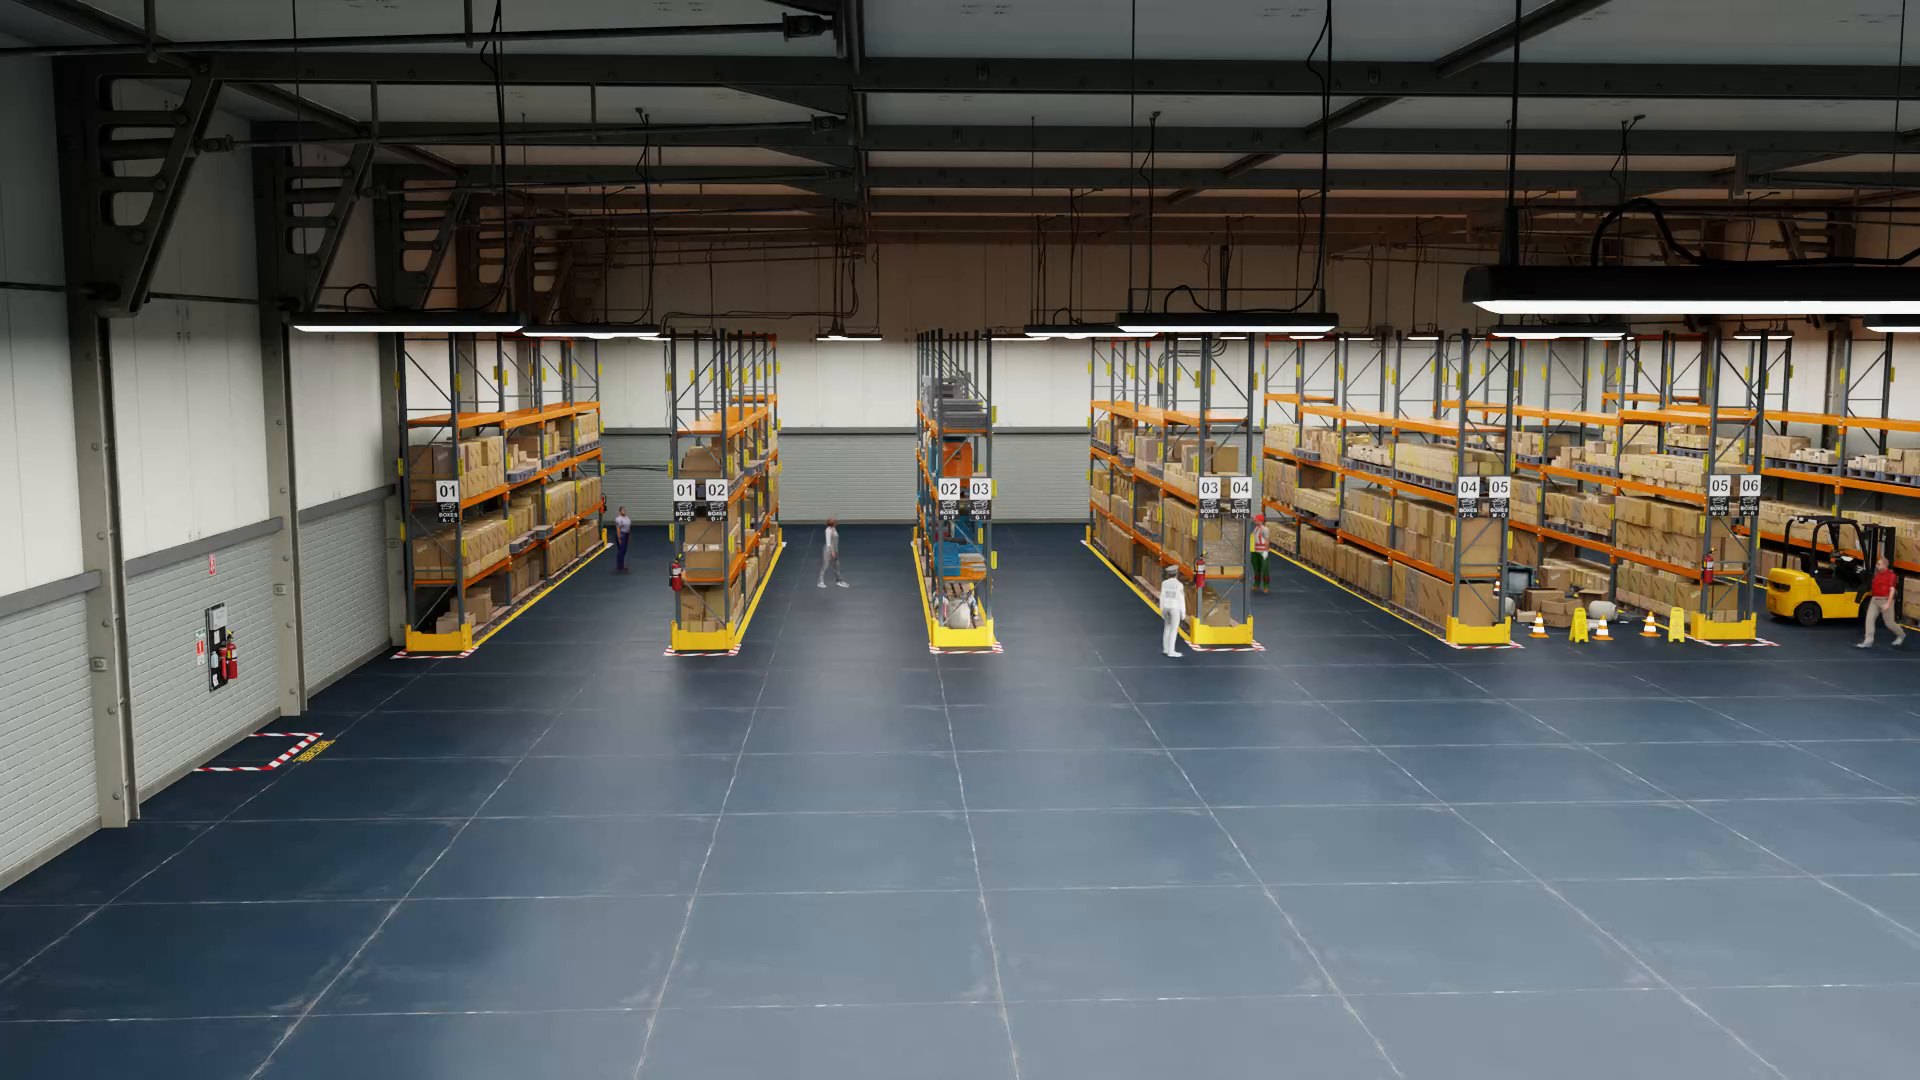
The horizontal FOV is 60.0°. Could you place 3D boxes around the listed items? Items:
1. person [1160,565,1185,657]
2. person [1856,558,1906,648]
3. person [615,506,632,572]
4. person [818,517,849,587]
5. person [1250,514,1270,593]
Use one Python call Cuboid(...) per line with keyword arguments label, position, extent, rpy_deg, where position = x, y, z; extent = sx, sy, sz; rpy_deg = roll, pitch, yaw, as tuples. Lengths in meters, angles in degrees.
Cuboid(label="person", position=(3.950, 1.305, 30.584), extent=(0.435, 1.706, 0.548), rpy_deg=(-6, 9, -42))
Cuboid(label="person", position=(17.401, 1.185, 31.335), extent=(0.923, 1.698, 0.517), rpy_deg=(-3, 7, -23))
Cuboid(label="person", position=(-8.509, -0.017, 42.032), extent=(0.380, 1.669, 0.495), rpy_deg=(0, 7, 2))
Cuboid(label="person", position=(-2.877, 0.269, 37.272), extent=(0.568, 1.599, 0.595), rpy_deg=(3, 7, 24))
Cuboid(label="person", position=(6.966, 0.310, 38.522), extent=(0.363, 1.826, 0.550), rpy_deg=(-6, 9, -43))
